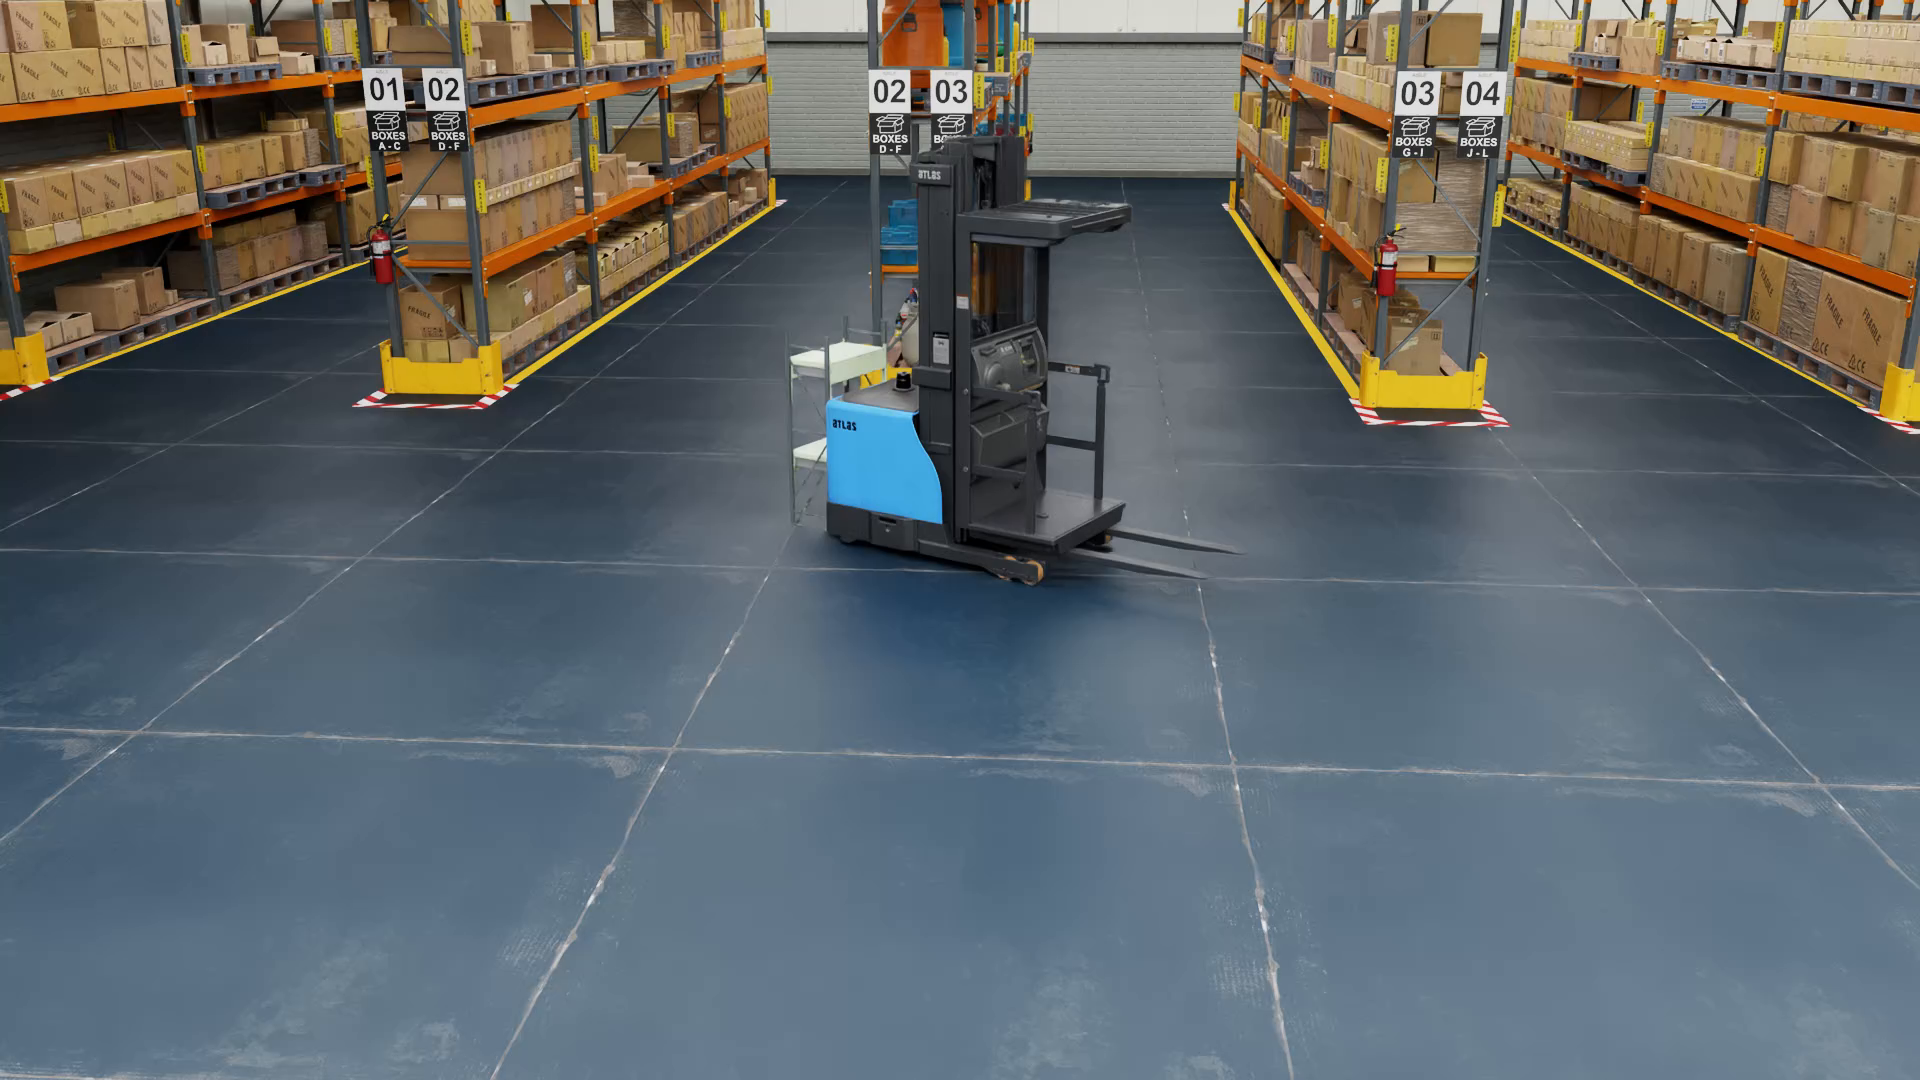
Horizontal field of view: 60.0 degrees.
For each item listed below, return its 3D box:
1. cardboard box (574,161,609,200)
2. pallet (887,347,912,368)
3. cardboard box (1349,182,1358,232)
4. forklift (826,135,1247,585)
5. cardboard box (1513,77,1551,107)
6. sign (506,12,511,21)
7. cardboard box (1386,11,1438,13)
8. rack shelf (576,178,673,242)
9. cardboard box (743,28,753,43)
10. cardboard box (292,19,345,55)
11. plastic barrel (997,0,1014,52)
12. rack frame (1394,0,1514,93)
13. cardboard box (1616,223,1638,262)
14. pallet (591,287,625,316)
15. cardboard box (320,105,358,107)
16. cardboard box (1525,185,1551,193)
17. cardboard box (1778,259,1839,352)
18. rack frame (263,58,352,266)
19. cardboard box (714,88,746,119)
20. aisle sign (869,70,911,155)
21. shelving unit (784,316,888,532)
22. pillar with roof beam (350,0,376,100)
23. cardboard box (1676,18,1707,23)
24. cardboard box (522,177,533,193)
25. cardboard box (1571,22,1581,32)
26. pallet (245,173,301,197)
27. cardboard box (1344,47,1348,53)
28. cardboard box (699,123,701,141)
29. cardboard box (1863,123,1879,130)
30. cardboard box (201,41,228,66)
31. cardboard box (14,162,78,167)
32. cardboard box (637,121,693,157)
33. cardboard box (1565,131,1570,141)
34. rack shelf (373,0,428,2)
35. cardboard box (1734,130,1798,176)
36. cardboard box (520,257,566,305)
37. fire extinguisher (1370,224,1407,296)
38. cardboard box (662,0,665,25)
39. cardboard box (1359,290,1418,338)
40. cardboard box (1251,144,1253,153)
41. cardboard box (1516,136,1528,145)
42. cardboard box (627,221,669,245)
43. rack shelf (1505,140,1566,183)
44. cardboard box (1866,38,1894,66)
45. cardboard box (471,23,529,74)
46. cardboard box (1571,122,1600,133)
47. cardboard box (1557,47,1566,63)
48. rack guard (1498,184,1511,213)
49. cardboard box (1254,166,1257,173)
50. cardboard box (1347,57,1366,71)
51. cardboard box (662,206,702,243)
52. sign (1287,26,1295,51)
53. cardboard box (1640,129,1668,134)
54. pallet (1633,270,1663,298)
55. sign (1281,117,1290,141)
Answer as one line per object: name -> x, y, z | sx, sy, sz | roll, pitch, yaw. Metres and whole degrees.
cardboard box -> -4.913, -4.667, 21.688 | 0.500, 0.500, 0.500 | 3, 18, 8
pallet -> -0.346, -1.815, 17.624 | 1.003, 0.211, 1.213 | 1, 18, 4
cardboard box -> 4.681, -3.579, 17.891 | 0.875, 0.500, 0.500 | 1, 18, 4
forklift -> 0.524, -1.269, 11.590 | 3.031, 2.935, 1.130 | 11, 21, 31
cardboard box -> 10.362, -8.111, 30.114 | 0.500, 0.500, 0.500 | 1, 18, 4
sign -> -8.562, -9.846, 31.543 | 0.100, 0.325, 0.005 | 1, 18, 4
cardboard box -> 5.081, -5.702, 18.748 | 0.500, 0.500, 0.500 | 1, 18, 2
rack shelf -> -4.878, -4.497, 22.485 | 1.077, 0.370, 4.000 | 1, 18, 4
cardboard box -> -4.019, -9.061, 29.878 | 0.500, 0.250, 0.500 | 1, 18, 4
cardboard box -> -9.713, -7.569, 25.021 | 0.700, 0.500, 0.500 | 0, 18, 1
plastic barrel -> 0.522, -7.920, 25.480 | 0.600, 0.901, 0.708 | 1, 18, 4
rack frame -> 4.572, -5.604, 15.073 | 1.000, 3.000, 0.127 | 1, 18, 4
cardboard box -> 9.872, -4.317, 24.122 | 0.500, 0.500, 0.500 | 1, 18, 4
pallet -> -5.008, -3.122, 21.612 | 1.003, 0.211, 1.213 | 1, 18, 4
cardboard box -> -9.786, -6.749, 26.328 | 0.500, 0.250, 0.500 | 1, 18, 3
cardboard box -> 10.272, -6.224, 29.549 | 0.380, 0.149, 0.250 | 2, 18, 6
cardboard box -> 9.623, -2.569, 18.185 | 0.875, 0.875, 0.875 | 1, 18, 4
rack frame -> -9.676, -5.569, 24.603 | 1.000, 3.000, 0.127 | 1, 18, 4
cardboard box -> -4.060, -7.685, 29.292 | 0.500, 0.500, 0.500 | 1, 18, 2
aisle sign -> -0.670, -4.083, 15.892 | 0.394, 0.787, 0.004 | 1, 18, 4
shelving unit -> -0.932, -0.898, 12.755 | 0.431, 1.500, 0.755 | 11, 21, 31
pillar with roof beam -> -5.908, -9.803, 27.889 | 9.100, 9.000, 0.400 | 1, 18, 4
cardboard box -> 10.405, -7.292, 23.653 | 0.396, 0.266, 0.258 | 1, 18, 4
cardboard box -> -4.955, -3.926, 18.384 | 0.380, 0.149, 0.250 | 1, 18, 4
cardboard box -> 10.131, -8.305, 26.931 | 0.380, 0.149, 0.250 | 2, 18, 5
pallet -> -9.777, -4.862, 22.753 | 1.003, 0.211, 1.213 | 1, 18, 4
cardboard box -> 4.826, -5.851, 20.185 | 0.396, 0.266, 0.258 | 2, 18, 6
cardboard box -> -4.668, -6.911, 28.536 | 0.500, 0.500, 0.500 | 2, 18, 5
cardboard box -> 15.075, -6.934, 27.001 | 0.500, 0.500, 0.500 | 1, 18, 3
cardboard box -> -9.800, -6.269, 21.389 | 0.500, 0.311, 0.500 | 2, 18, 6
cardboard box -> -10.313, -4.004, 18.829 | 0.500, 0.500, 0.500 | 2, 18, 5
cardboard box -> -4.546, -6.185, 25.646 | 0.700, 0.500, 0.500 | 5, 19, 14
cardboard box -> 9.885, -6.447, 26.533 | 0.380, 0.149, 0.250 | 2, 18, 5
rack shelf -> -9.246, -9.752, 29.530 | 1.077, 0.370, 4.000 | 1, 18, 4
cardboard box -> 9.863, -4.690, 20.153 | 0.700, 0.500, 0.500 | 1, 18, 3
cardboard box -> -4.917, -3.008, 19.322 | 0.500, 0.500, 0.500 | 1, 18, 4
fire extinguisher -> 4.104, -2.691, 15.942 | 0.296, 0.674, 0.183 | 1, 18, 4
cardboard box -> -4.661, -7.702, 24.527 | 0.500, 0.500, 0.500 | 1, 18, 4
cardboard box -> 4.791, -2.511, 18.609 | 0.500, 0.500, 0.500 | 0, 18, -1
cardboard box -> 5.183, -6.702, 28.463 | 0.380, 0.149, 0.250 | 2, 18, 5
cardboard box -> 10.259, -7.205, 29.998 | 0.380, 0.149, 0.250 | 1, 18, 2
cardboard box -> -4.527, -4.451, 24.031 | 0.500, 0.311, 0.500 | 2, 18, 5
rack shelf -> 10.516, -6.617, 28.956 | 1.077, 0.370, 4.000 | 1, 18, 4
cardboard box -> 9.342, -4.823, 16.436 | 0.500, 0.250, 0.500 | 1, 18, 4
cardboard box -> -4.917, -5.224, 17.672 | 0.500, 0.500, 0.500 | 1, 18, 4
cardboard box -> 9.871, -6.502, 26.222 | 0.380, 0.149, 0.250 | 2, 18, 5
cardboard box -> 10.185, -8.005, 27.460 | 0.500, 0.250, 0.500 | 1, 18, 4
rack guard -> 10.654, -6.369, 31.057 | 1.175, 0.500, 0.348 | 1, 18, 4
cardboard box -> 5.624, -6.153, 29.120 | 0.875, 0.875, 0.875 | 1, 18, 4
cardboard box -> 4.577, -5.361, 18.749 | 0.380, 0.149, 0.250 | 0, 18, 1
cardboard box -> -4.344, -4.935, 25.973 | 0.500, 0.500, 0.500 | 1, 18, 3
sign -> 4.593, -6.961, 23.076 | 0.100, 0.325, 0.005 | 1, 18, 4
cardboard box -> 10.426, -6.083, 24.945 | 0.380, 0.149, 0.250 | 1, 18, 3
pallet -> 9.954, -3.527, 22.849 | 1.003, 0.211, 1.213 | 1, 18, 4
sign -> 4.592, -5.799, 23.445 | 0.100, 0.325, 0.005 | 1, 18, 4
